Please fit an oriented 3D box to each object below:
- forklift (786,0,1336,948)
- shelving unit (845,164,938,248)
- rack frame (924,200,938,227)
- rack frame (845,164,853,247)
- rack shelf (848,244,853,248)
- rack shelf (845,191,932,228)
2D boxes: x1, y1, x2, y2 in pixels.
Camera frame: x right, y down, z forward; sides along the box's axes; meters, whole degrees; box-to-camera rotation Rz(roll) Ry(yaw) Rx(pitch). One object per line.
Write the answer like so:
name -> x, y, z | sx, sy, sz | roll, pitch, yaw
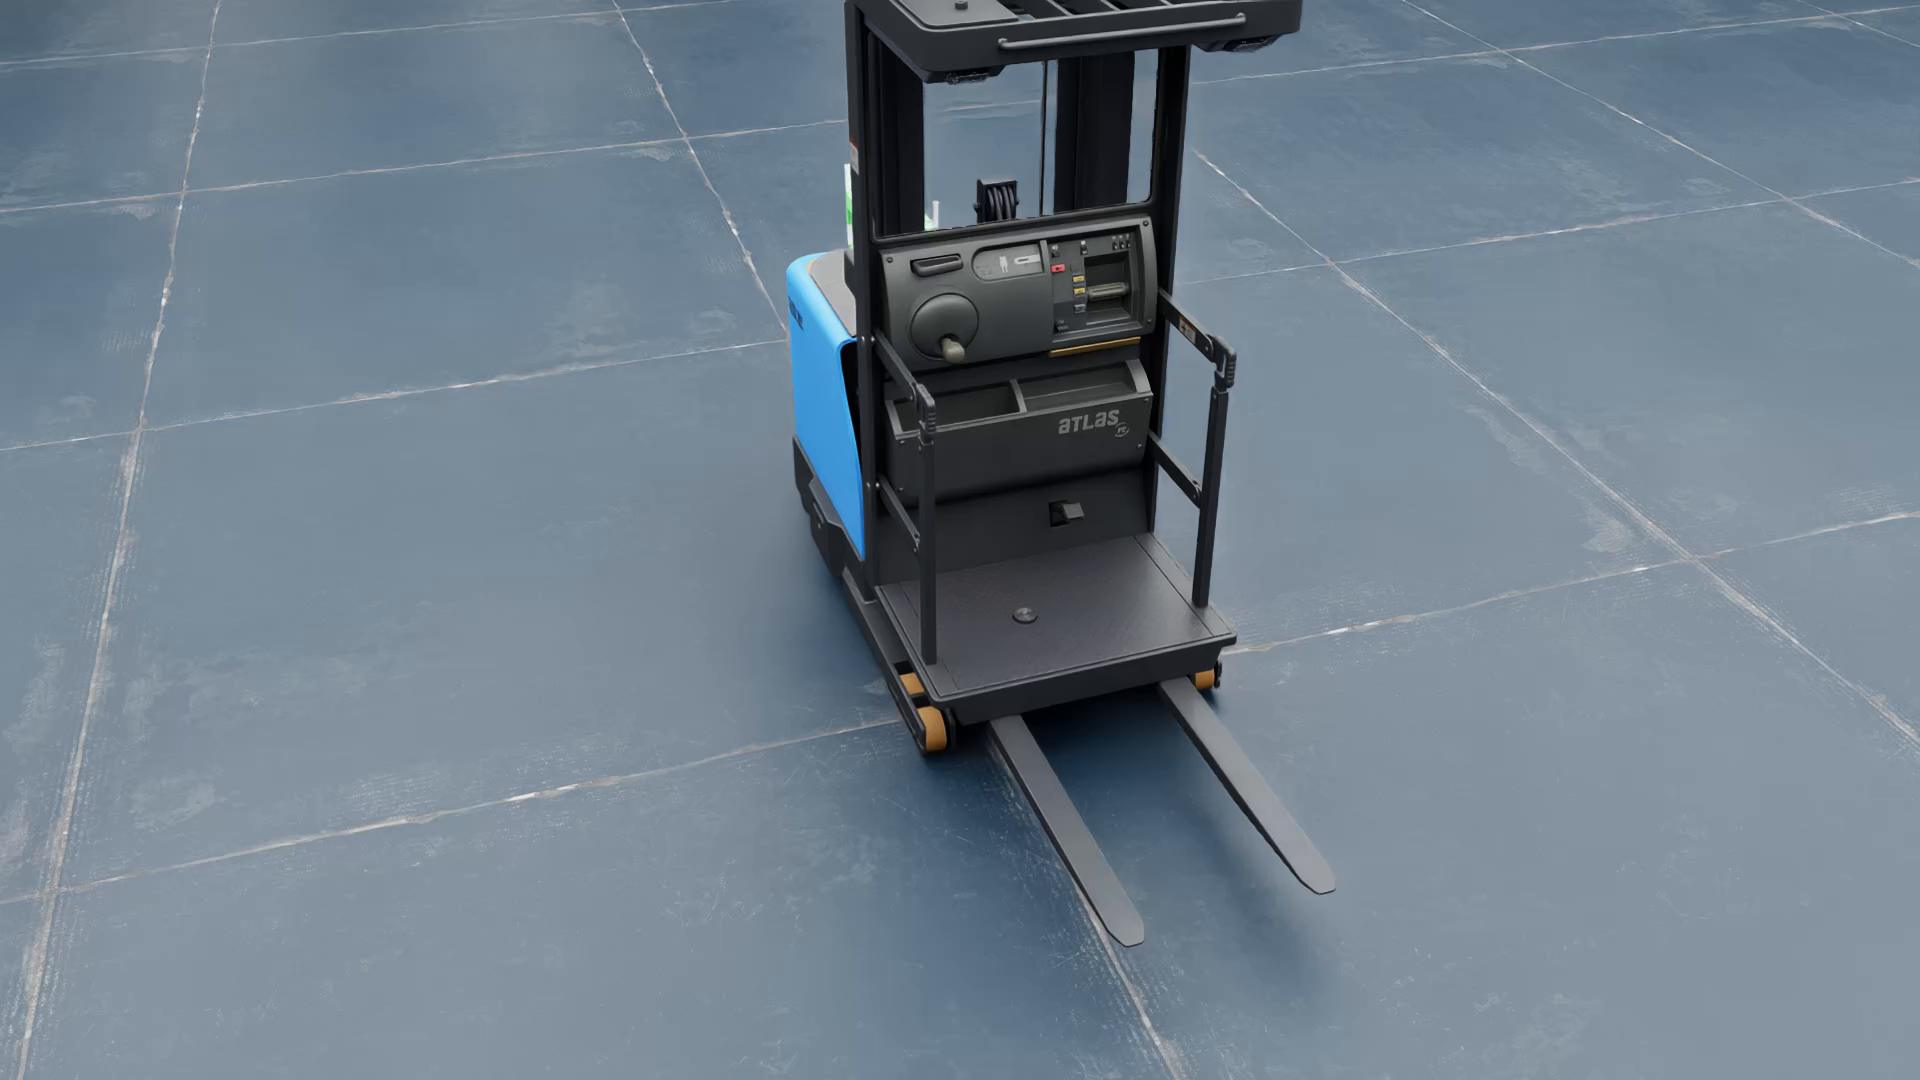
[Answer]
forklift -> 0.275, -0.752, 5.229 | 1.130, 2.935, 3.031 | -11, 35, -16
shelving unit -> -0.285, -0.958, 7.111 | 0.258, 1.200, 0.503 | -11, 35, -16
rack frame -> -0.204, -0.831, 6.919 | 0.240, 1.200, 0.015 | -11, 35, -16
rack frame -> -0.366, -1.085, 7.303 | 0.240, 1.200, 0.015 | -11, 35, -16
rack shelf -> -0.285, -1.105, 7.014 | 0.258, 0.148, 0.480 | -11, 35, -16
rack shelf -> -0.285, -1.305, 6.882 | 0.258, 0.148, 0.480 | -11, 35, -16
